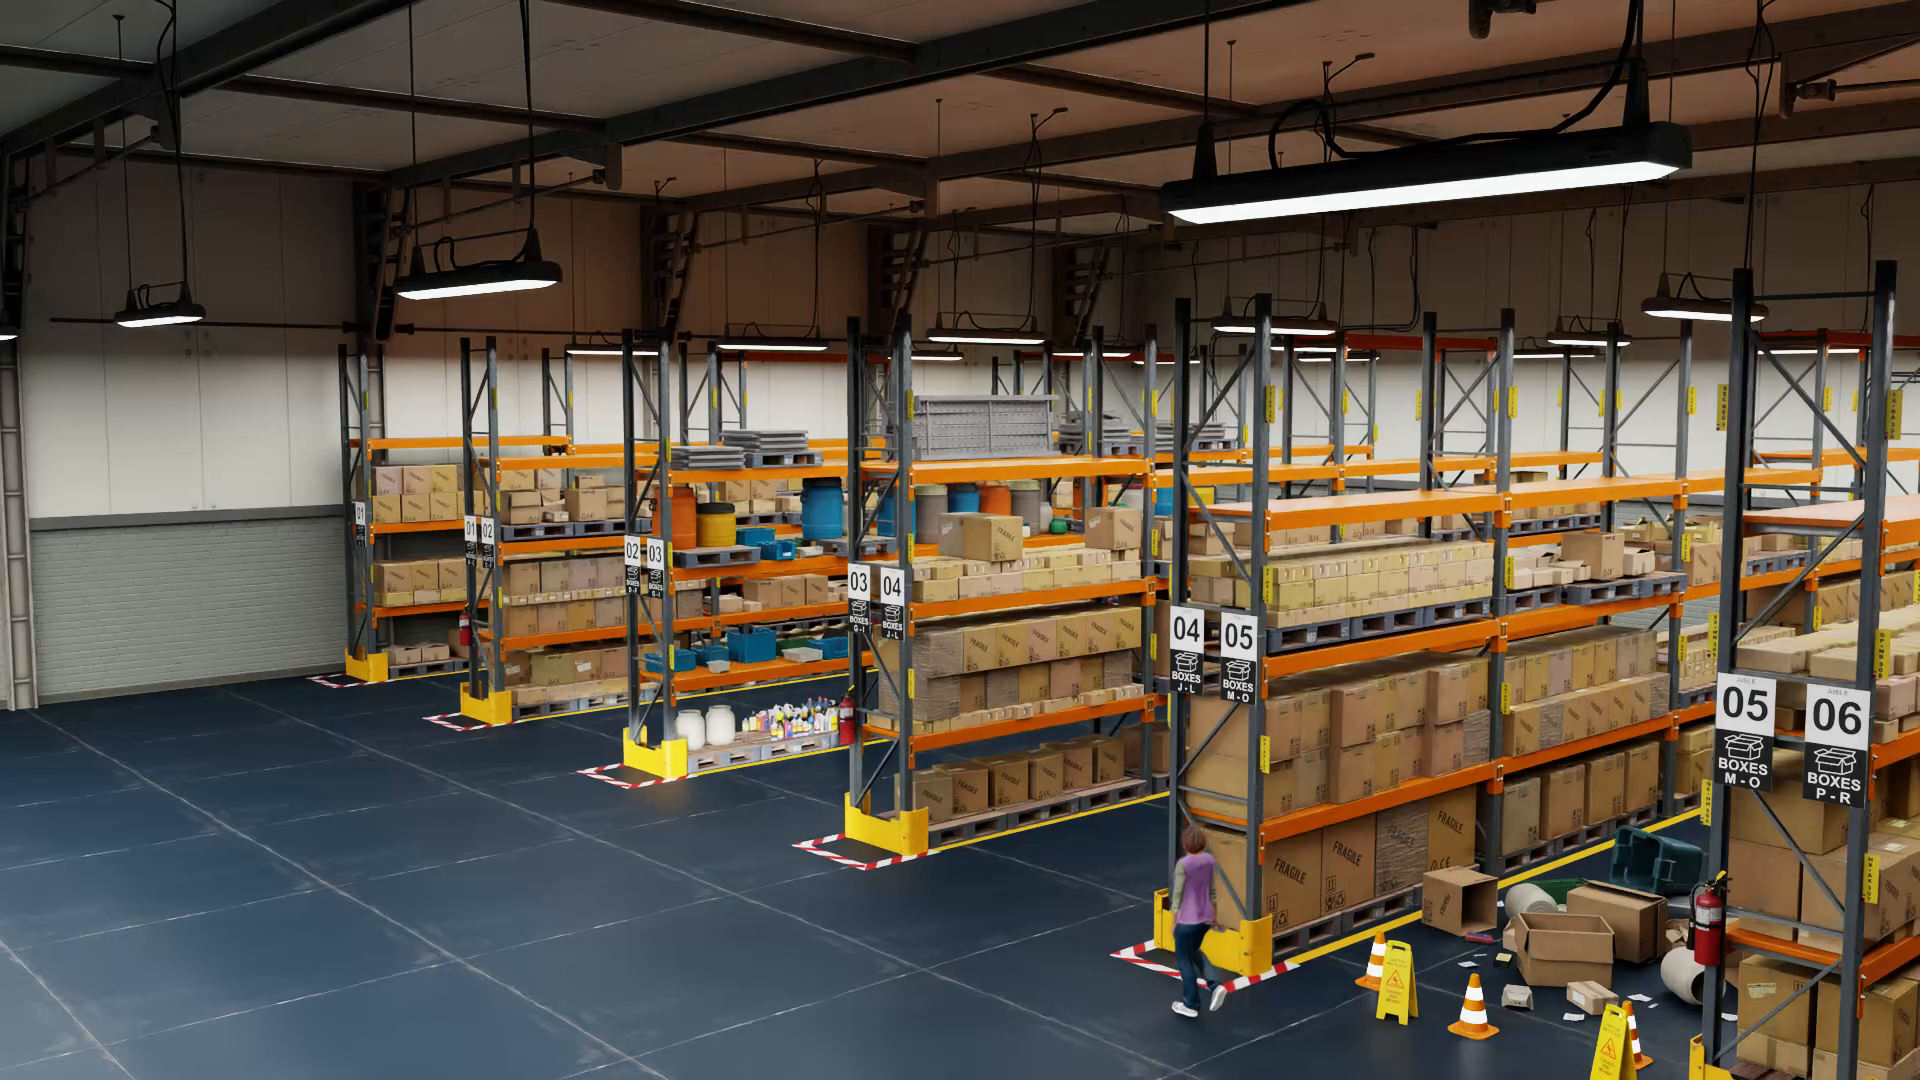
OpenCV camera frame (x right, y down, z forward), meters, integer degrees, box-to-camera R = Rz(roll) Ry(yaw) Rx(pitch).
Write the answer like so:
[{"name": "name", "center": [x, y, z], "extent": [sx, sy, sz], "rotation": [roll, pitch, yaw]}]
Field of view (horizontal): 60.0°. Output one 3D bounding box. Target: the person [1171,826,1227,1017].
[{"name": "person", "center": [1.945, 3.132, 13.639], "extent": [0.429, 1.589, 0.477], "rotation": [-4, 7, -39]}]
